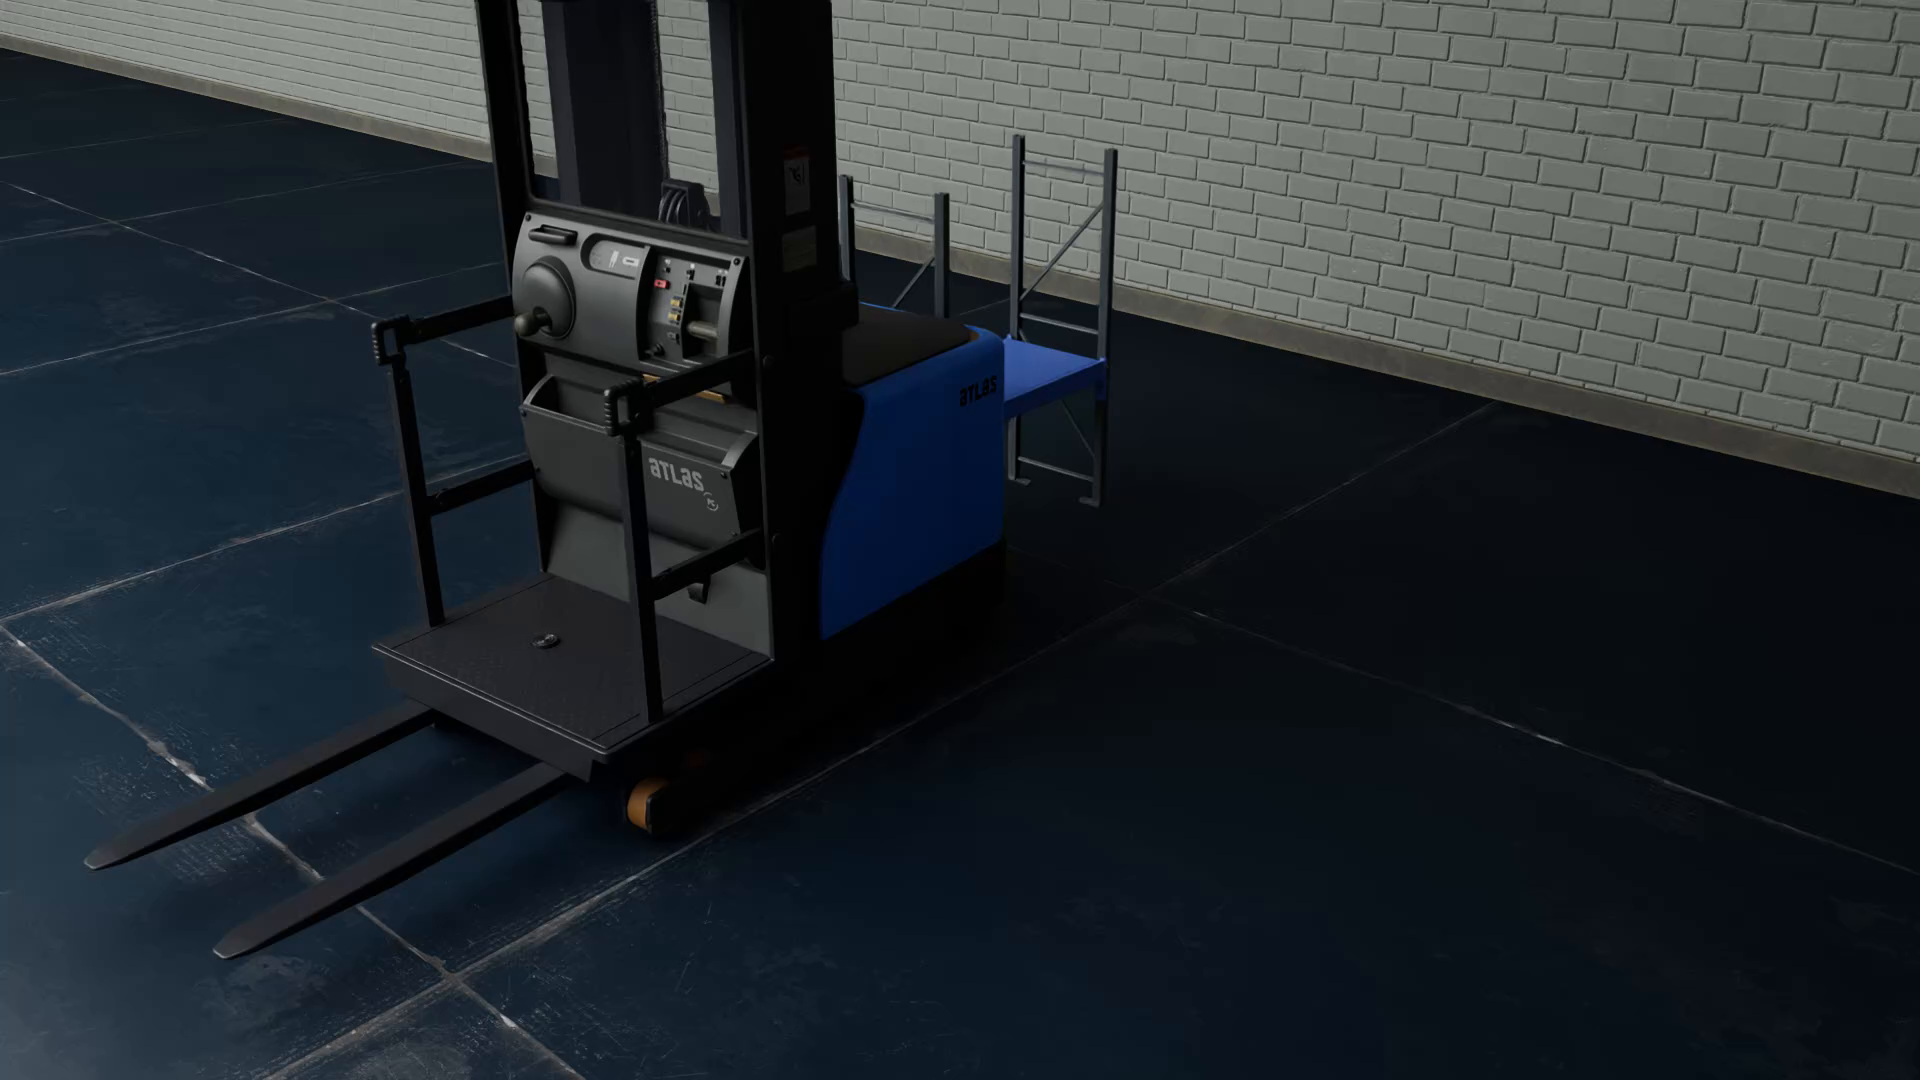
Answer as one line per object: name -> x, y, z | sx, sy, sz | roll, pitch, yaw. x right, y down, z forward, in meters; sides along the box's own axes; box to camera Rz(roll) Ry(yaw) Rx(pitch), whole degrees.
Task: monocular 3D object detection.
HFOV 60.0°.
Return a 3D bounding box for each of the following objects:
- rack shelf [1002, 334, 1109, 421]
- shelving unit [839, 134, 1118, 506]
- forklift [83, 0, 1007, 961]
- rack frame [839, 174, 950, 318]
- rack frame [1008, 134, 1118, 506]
rack shelf -> 0.088, -0.573, 6.634 | 0.538, 0.185, 1.000 | 19, 30, 36
shelving unit -> 0.088, -0.737, 6.560 | 0.538, 1.500, 1.048 | 19, 30, 36
forklift -> -1.115, -0.709, 4.750 | 1.130, 2.935, 3.031 | 17, 29, 33
rack frame -> -0.238, -0.577, 6.205 | 0.500, 1.500, 0.032 | 19, 30, 36
rack frame -> 0.414, -0.897, 6.916 | 0.500, 1.500, 0.032 | 19, 30, 36
